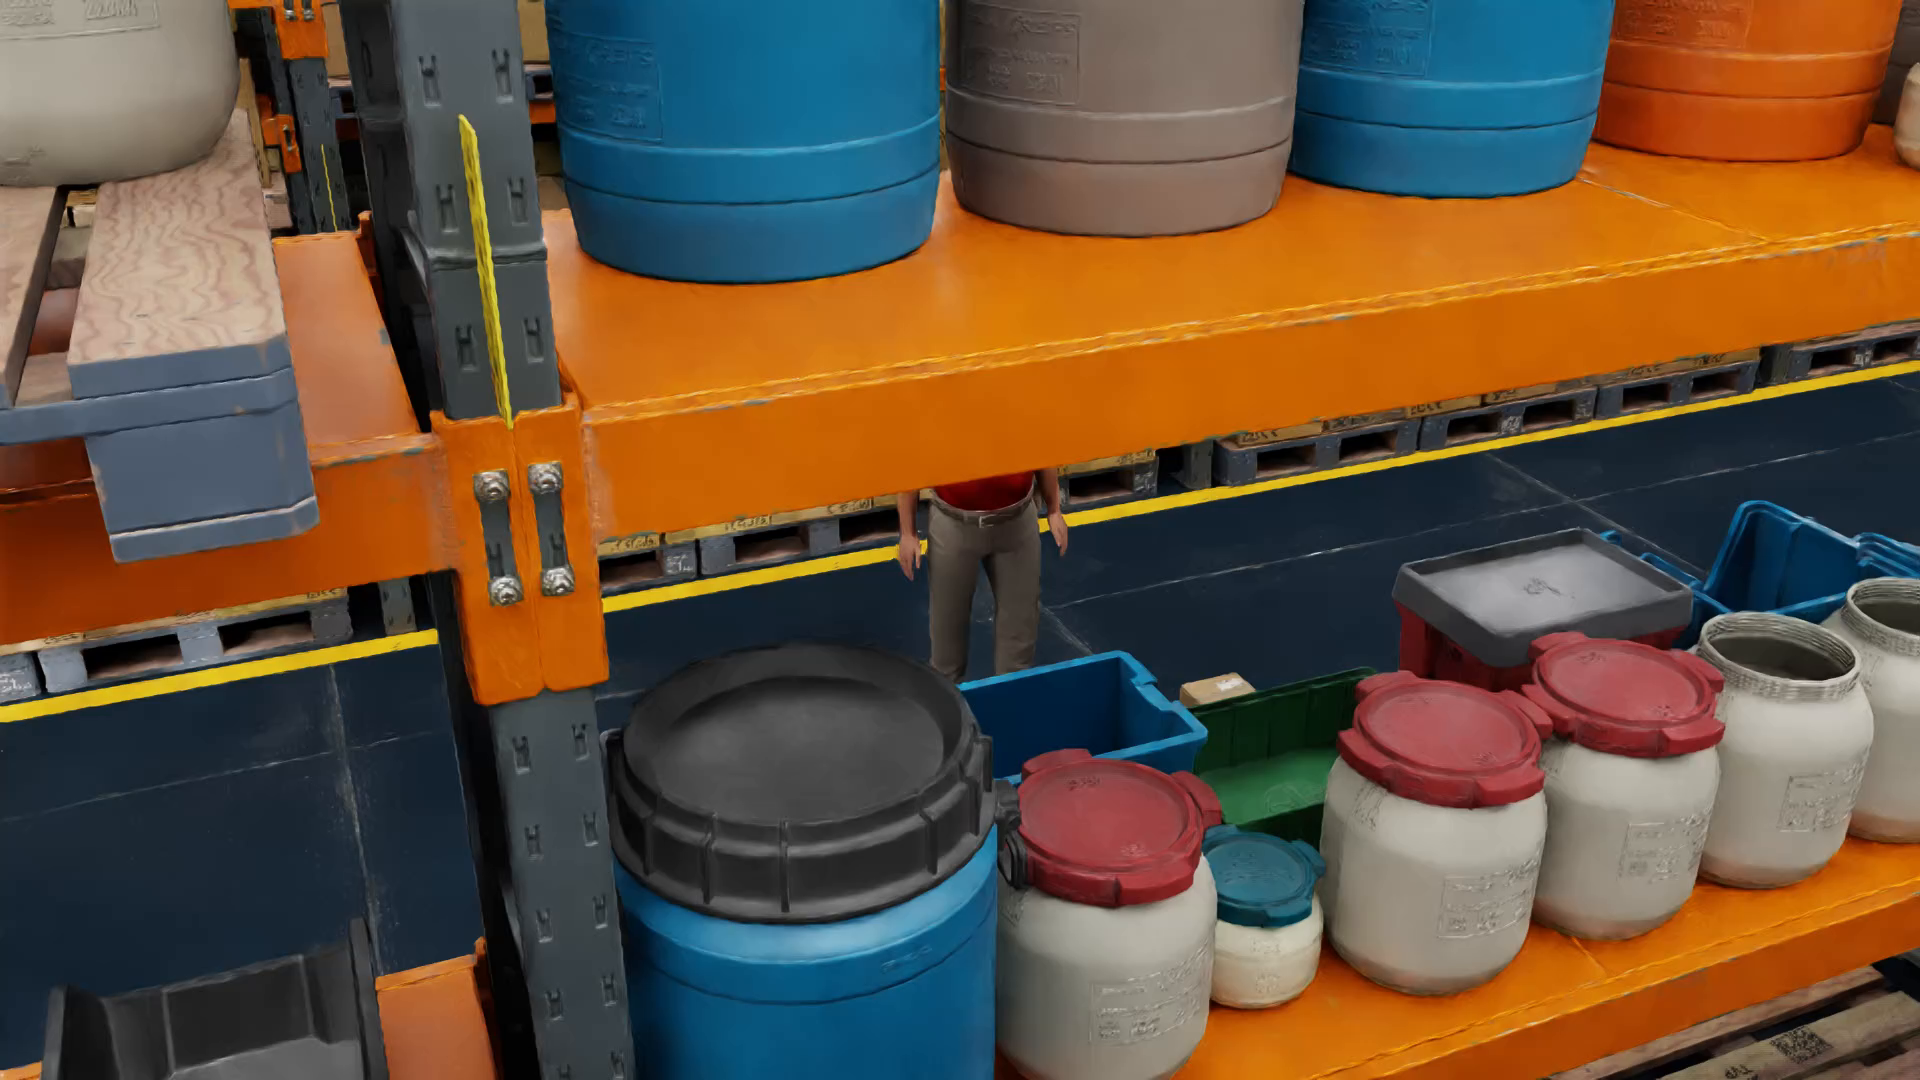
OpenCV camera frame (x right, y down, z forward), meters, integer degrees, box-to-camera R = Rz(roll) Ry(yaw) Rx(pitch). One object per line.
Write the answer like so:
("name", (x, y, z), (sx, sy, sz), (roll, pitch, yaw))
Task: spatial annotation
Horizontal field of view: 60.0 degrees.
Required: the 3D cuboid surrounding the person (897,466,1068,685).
("person", (0.094, -0.036, 6.158), (0.651, 1.733, 0.439), (-5, 26, -11))
